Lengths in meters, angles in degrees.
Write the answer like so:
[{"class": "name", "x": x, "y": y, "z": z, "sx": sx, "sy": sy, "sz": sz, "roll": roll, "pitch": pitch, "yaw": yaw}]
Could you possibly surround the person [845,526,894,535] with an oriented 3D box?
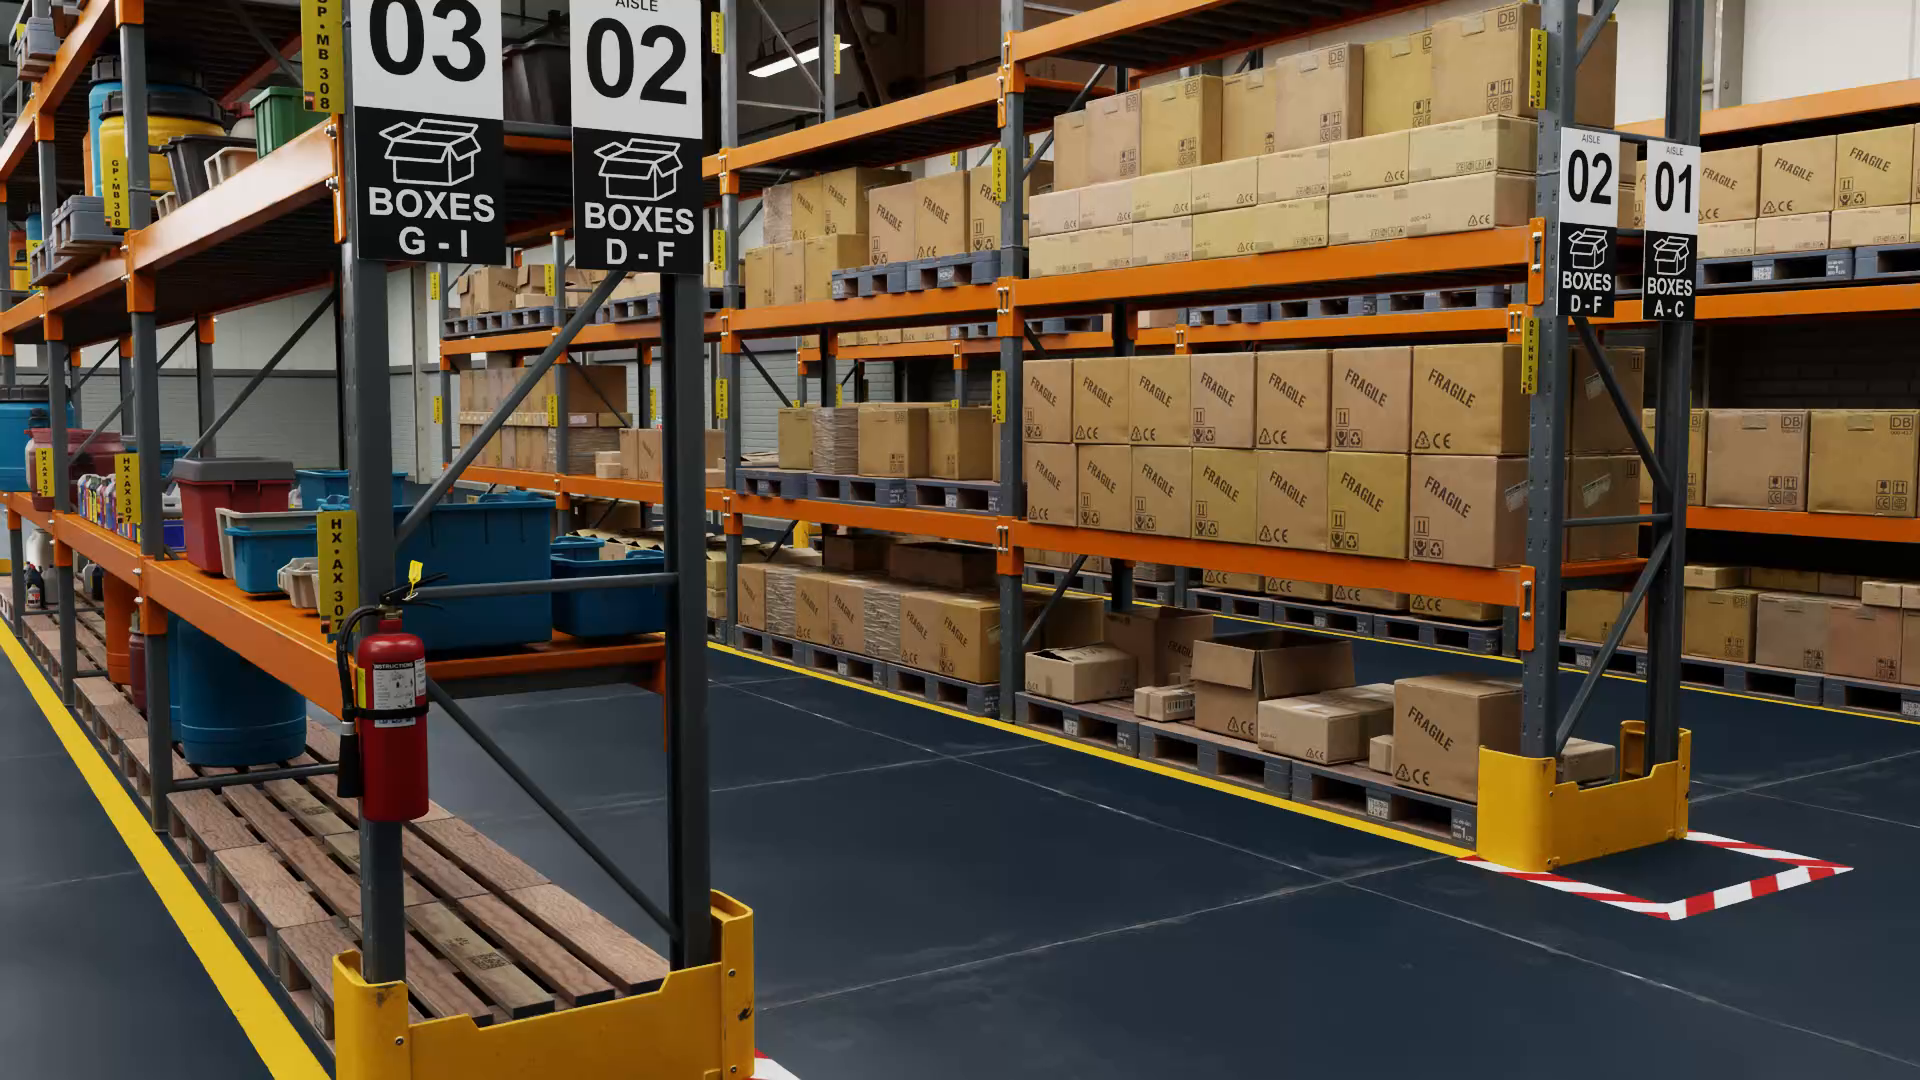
[{"class": "person", "x": -0.860, "y": -0.102, "z": 15.945, "sx": 0.562, "sy": 1.824, "sz": 0.397, "roll": -3, "pitch": 6, "yaw": -33}]
